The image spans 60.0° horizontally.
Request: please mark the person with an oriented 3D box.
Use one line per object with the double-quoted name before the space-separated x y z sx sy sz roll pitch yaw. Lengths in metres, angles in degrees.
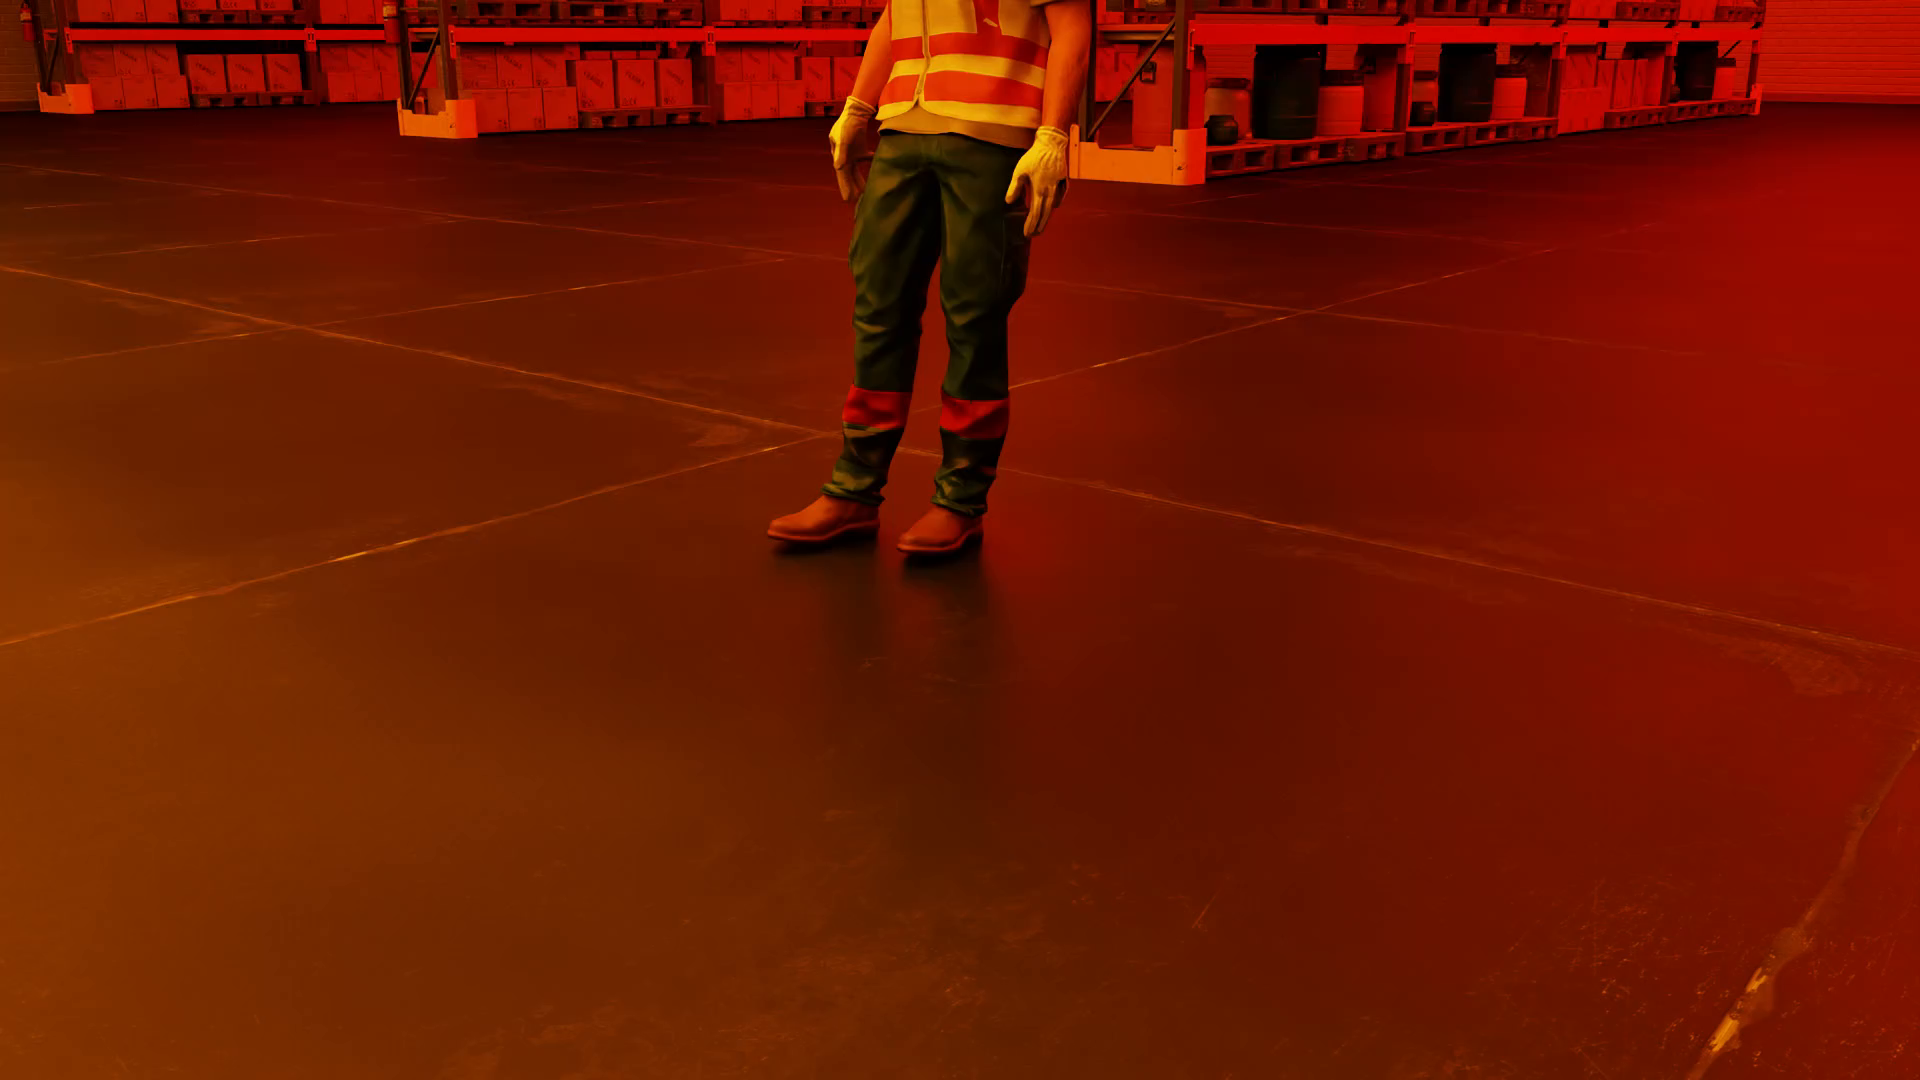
"person" -0.061 -0.847 3.628 0.637 1.790 0.562 13 21 37
